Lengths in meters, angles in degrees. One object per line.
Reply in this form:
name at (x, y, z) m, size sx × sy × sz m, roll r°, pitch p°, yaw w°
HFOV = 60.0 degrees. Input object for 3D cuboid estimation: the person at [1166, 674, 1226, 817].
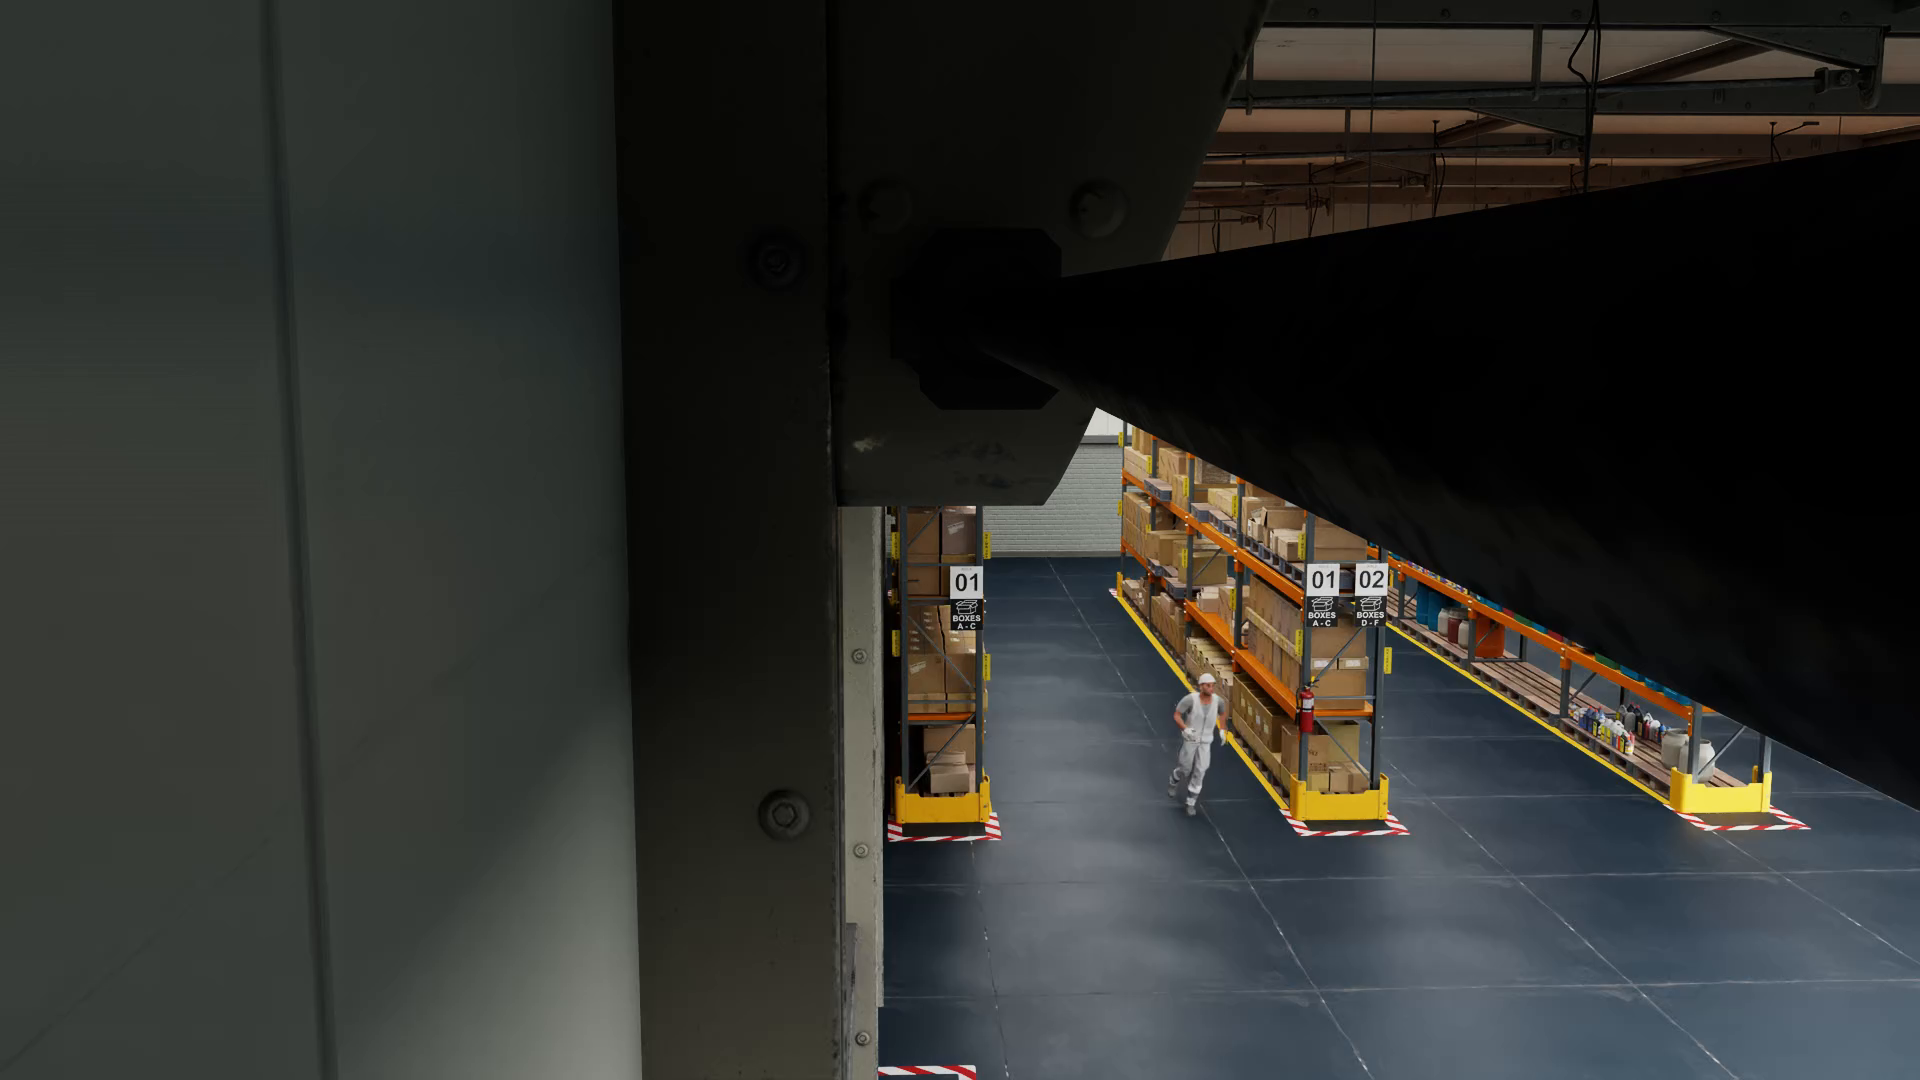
person at (3.033, 2.532, 21.047) m, size 0.718 × 1.765 × 0.788 m, roll -2°, pitch 8°, yaw -11°
